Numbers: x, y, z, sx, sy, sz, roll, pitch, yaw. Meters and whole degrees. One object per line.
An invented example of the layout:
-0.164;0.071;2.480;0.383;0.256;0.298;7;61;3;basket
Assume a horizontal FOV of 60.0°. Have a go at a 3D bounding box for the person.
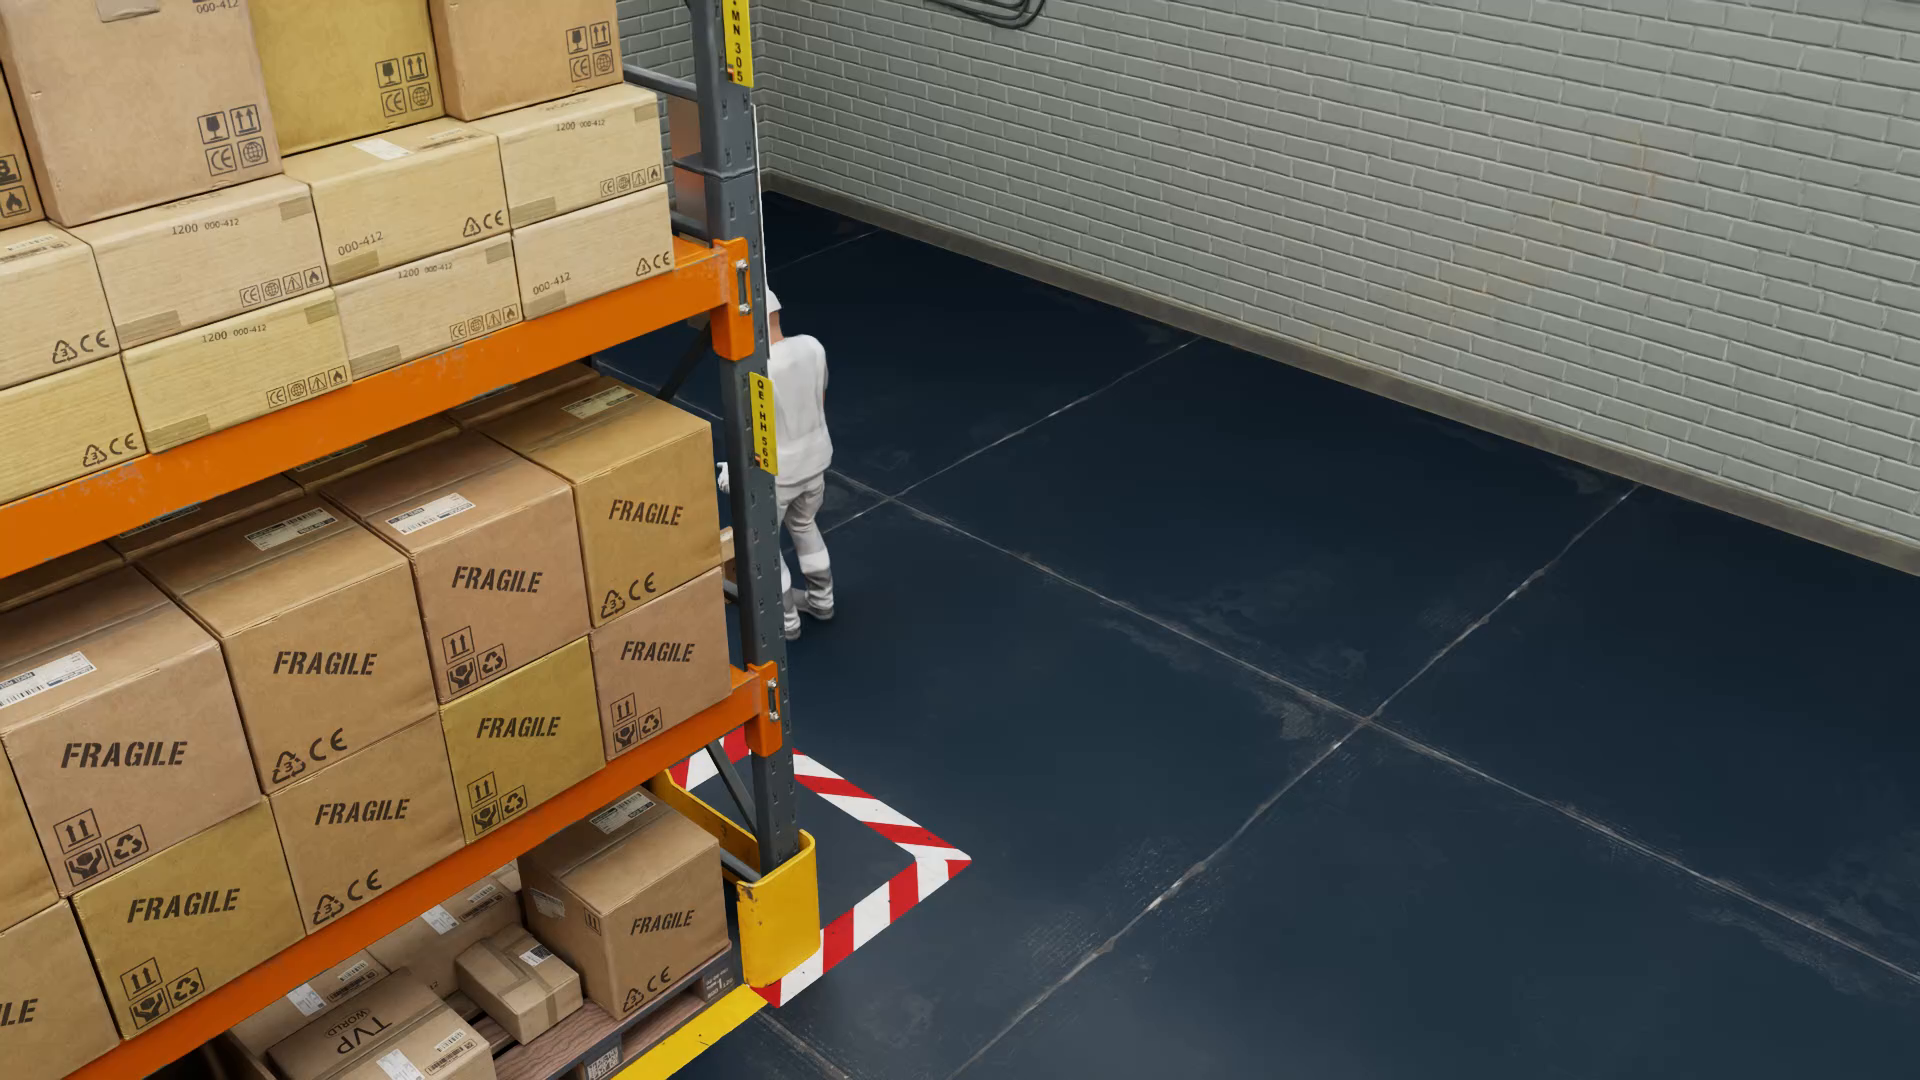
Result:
-0.848;-0.345;7.729;0.443;1.743;0.541;26;40;36;person
